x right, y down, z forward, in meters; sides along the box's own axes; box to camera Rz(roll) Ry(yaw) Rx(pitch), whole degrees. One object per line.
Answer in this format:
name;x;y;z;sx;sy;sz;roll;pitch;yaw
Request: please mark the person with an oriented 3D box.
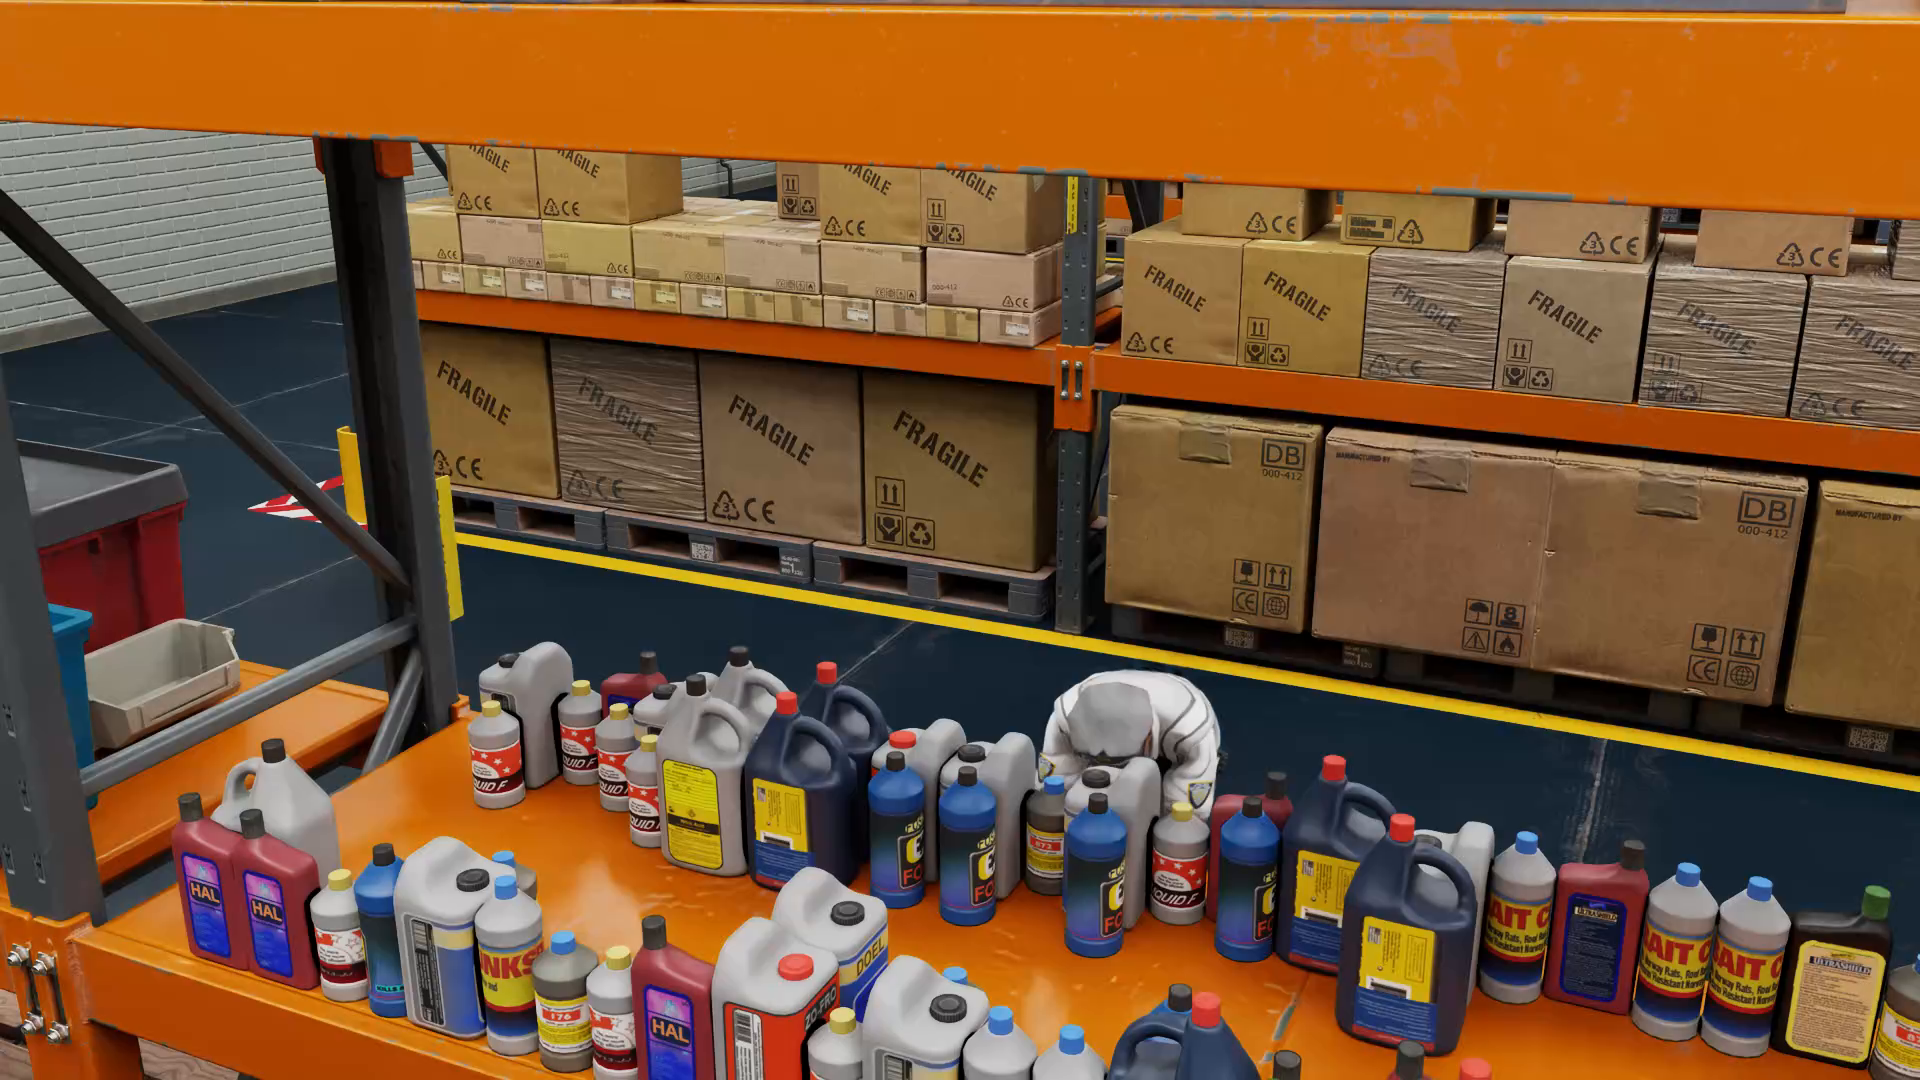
person;0.530;0.760;5.074;0.565;0.956;0.951;8;21;23
